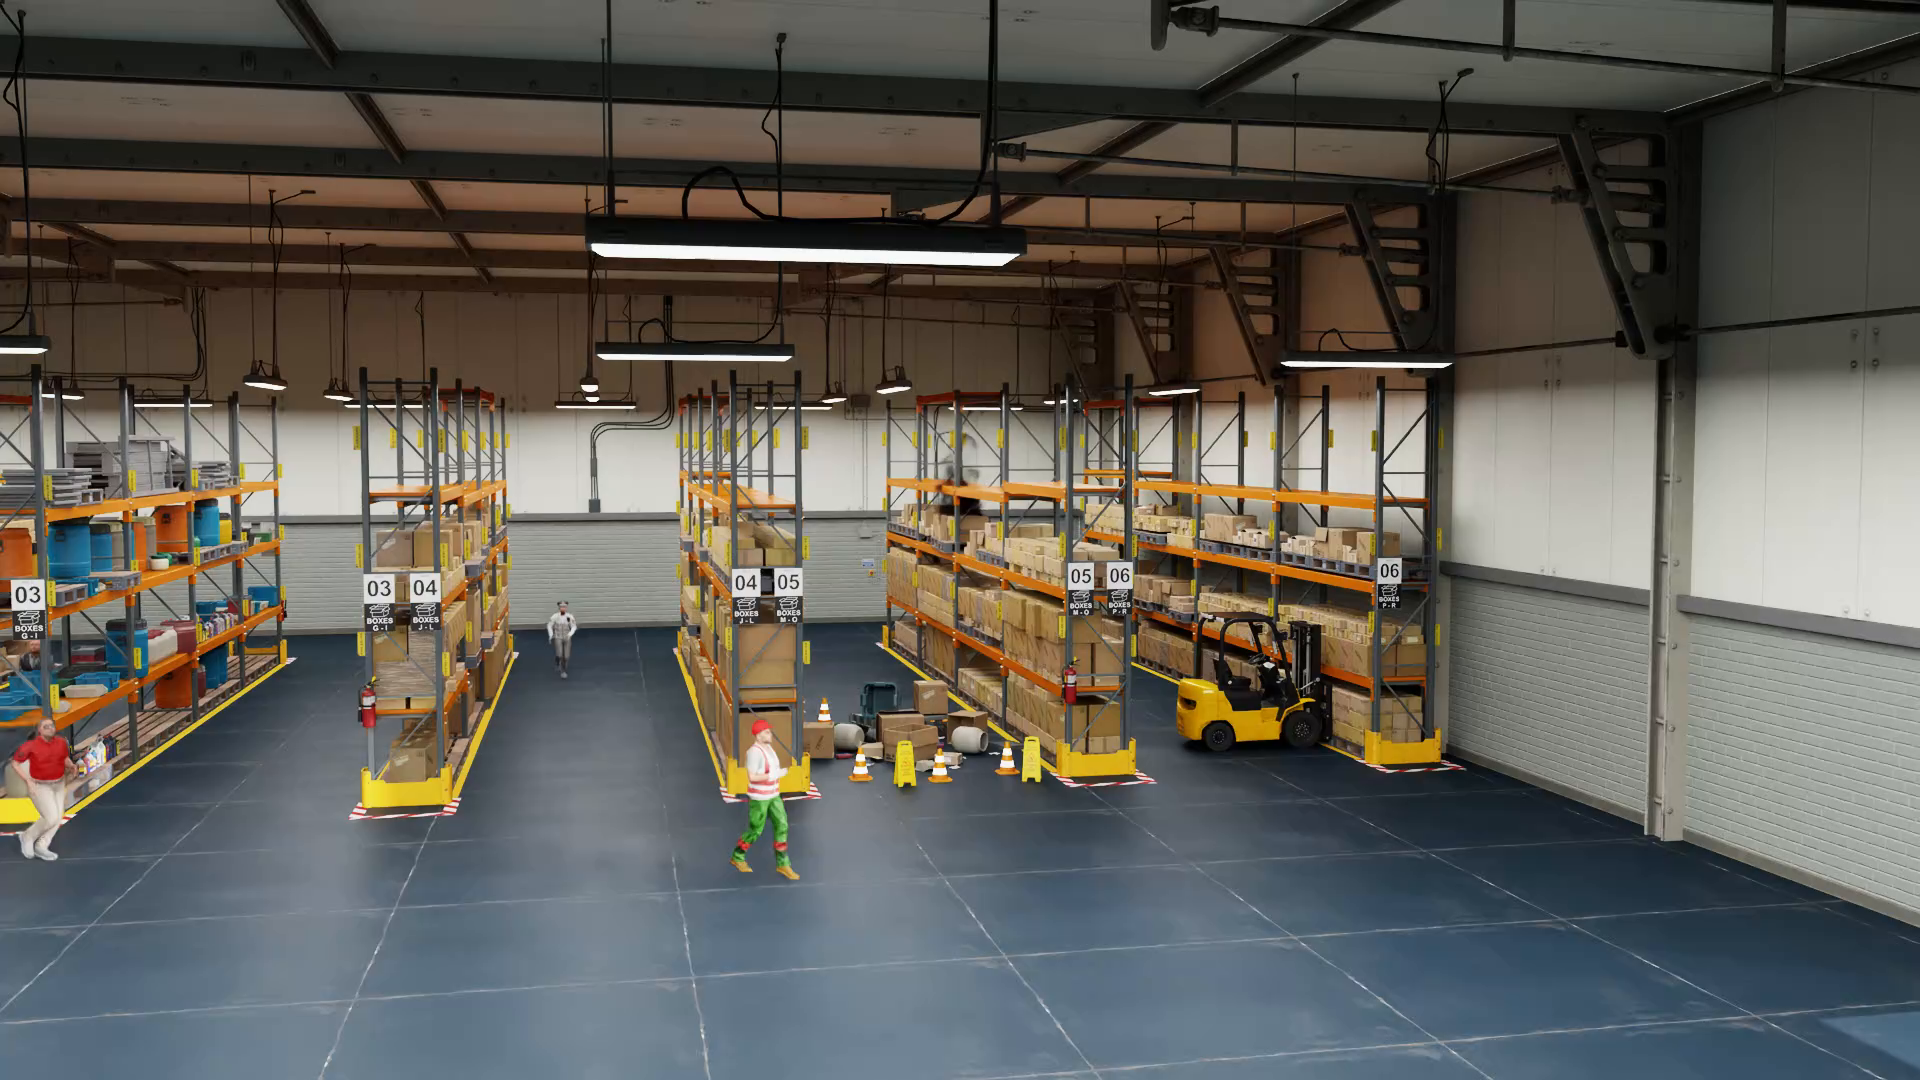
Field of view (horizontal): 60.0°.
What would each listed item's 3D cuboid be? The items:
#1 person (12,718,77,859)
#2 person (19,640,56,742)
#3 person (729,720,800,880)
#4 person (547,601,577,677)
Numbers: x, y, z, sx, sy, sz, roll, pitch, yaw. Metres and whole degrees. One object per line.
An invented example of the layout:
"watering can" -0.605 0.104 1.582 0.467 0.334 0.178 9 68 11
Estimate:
"person" -10.876 2.973 19.885 0.612 1.695 0.645 1 4 22
"person" -15.364 2.511 27.698 0.574 1.760 0.847 -1 4 -23
"person" -2.248 2.958 18.974 0.847 1.825 0.640 2 4 25
"person" -8.402 2.093 35.154 0.602 1.645 0.575 -1 4 -17
